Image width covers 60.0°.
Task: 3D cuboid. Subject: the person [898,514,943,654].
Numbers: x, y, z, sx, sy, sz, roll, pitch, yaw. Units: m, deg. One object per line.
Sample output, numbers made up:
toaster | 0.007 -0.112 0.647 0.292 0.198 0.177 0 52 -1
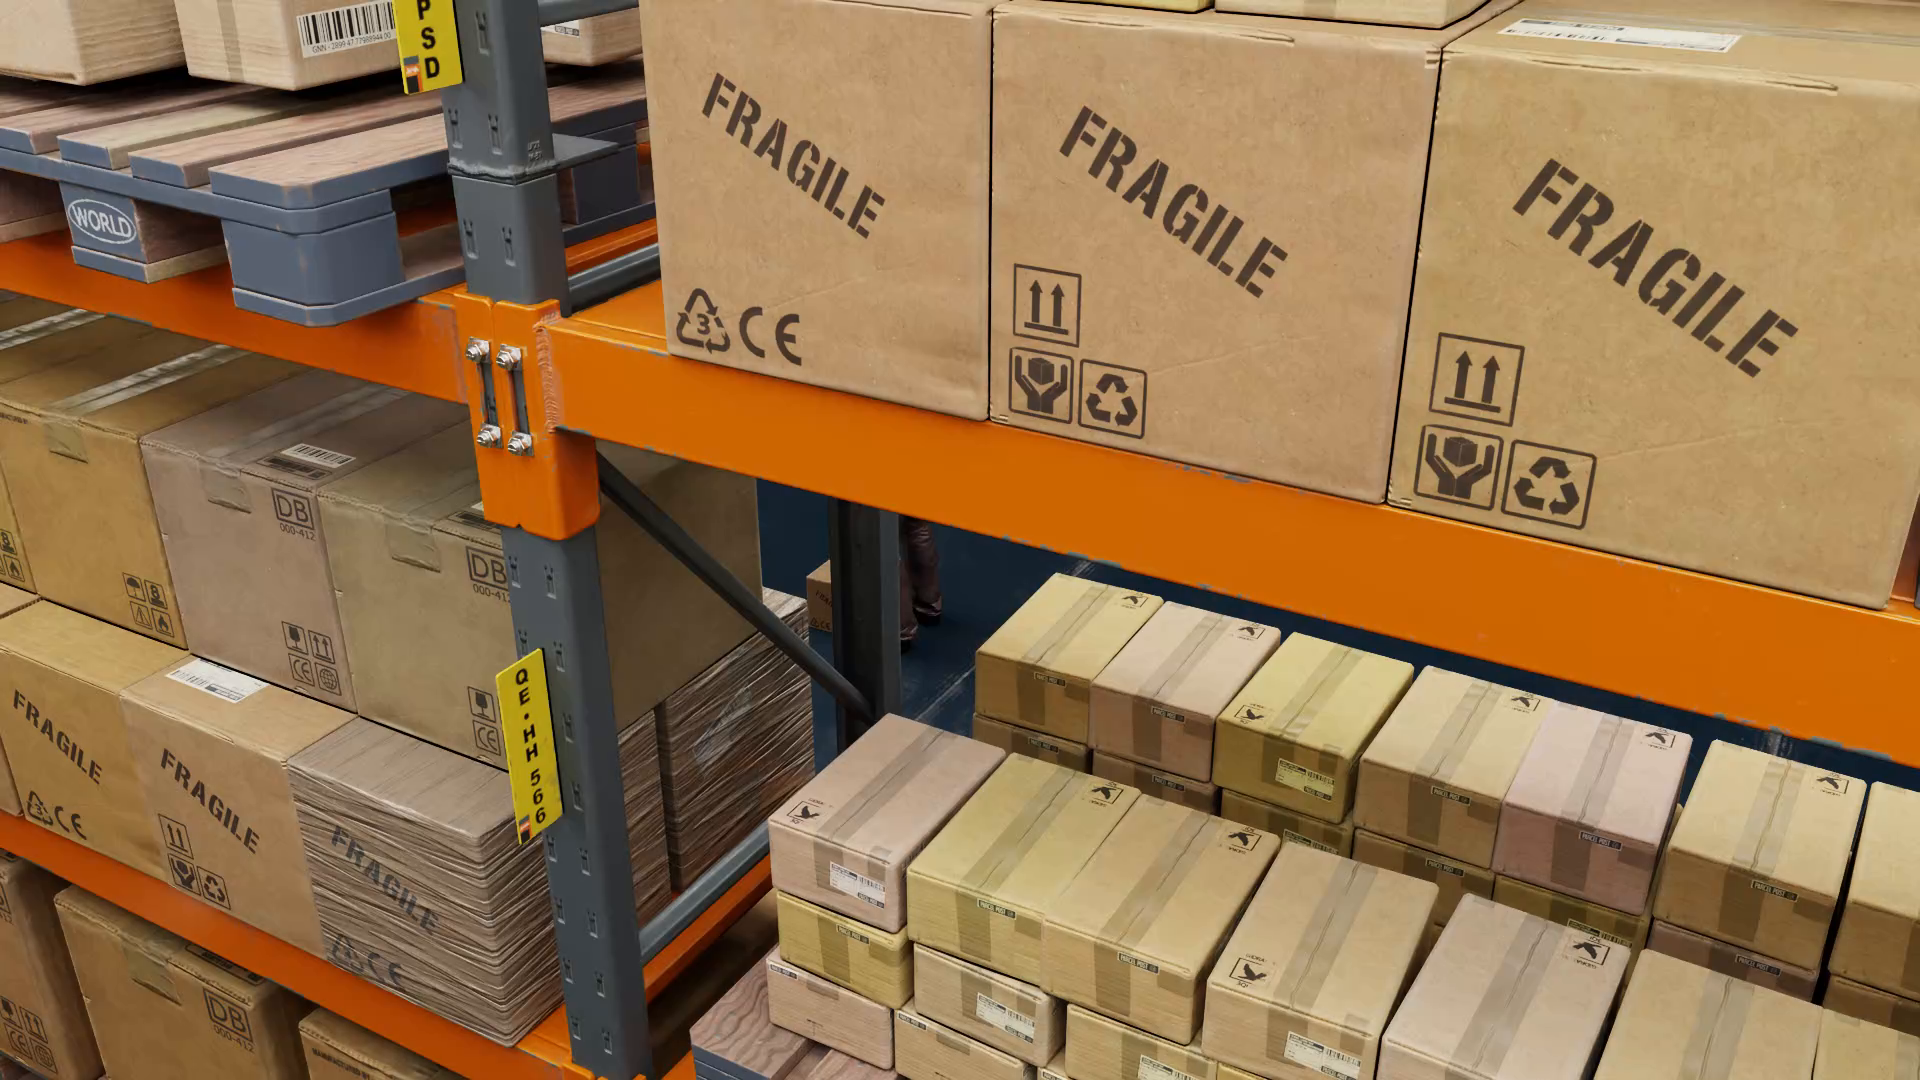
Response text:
person | -0.244 -0.355 6.858 0.420 1.720 0.579 14 30 26
